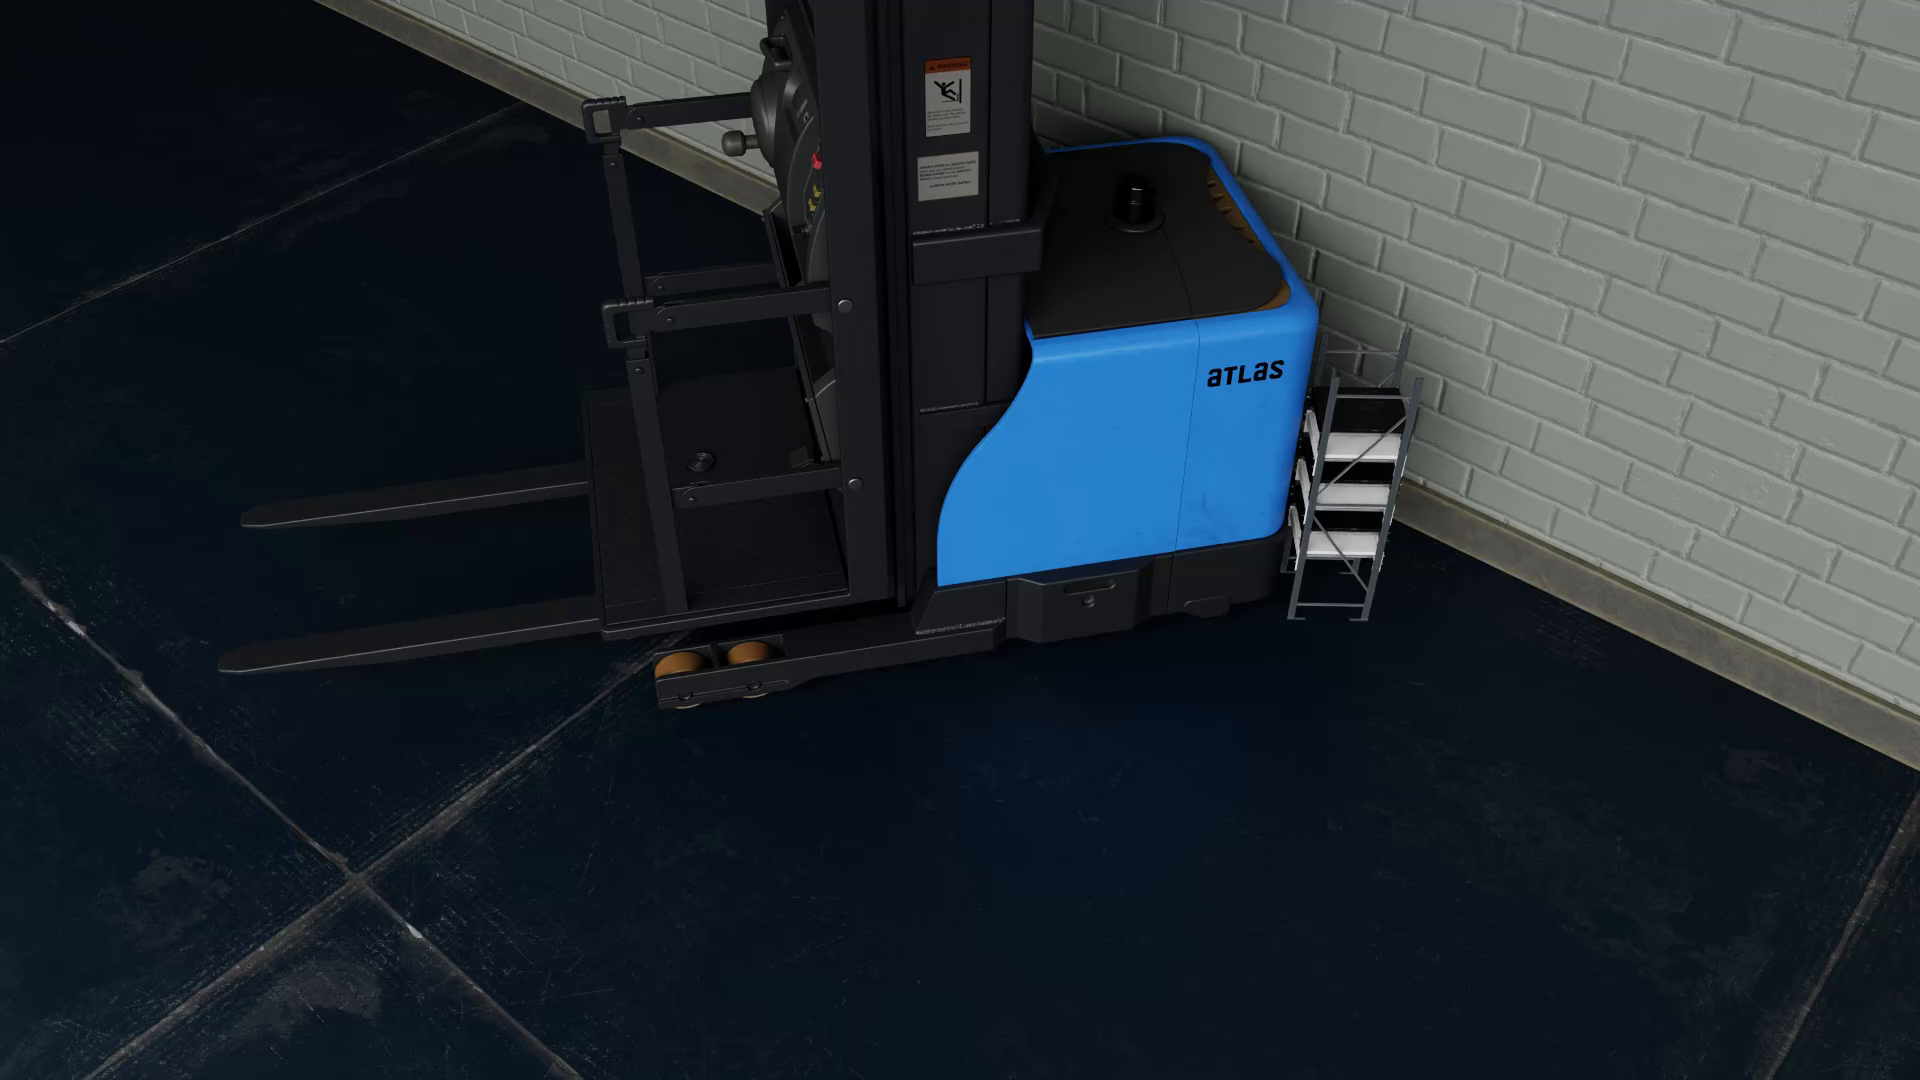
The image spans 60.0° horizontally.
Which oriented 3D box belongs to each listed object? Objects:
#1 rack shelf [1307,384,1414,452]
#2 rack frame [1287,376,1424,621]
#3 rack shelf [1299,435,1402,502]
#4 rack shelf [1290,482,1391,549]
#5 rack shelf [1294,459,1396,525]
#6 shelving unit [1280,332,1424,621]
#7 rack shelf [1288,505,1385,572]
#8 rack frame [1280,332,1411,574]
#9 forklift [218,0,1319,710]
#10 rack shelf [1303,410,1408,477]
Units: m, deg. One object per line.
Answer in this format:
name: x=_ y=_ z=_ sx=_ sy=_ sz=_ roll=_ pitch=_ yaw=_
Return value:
rack shelf: x=1.104 y=-0.338 z=4.601 sx=0.258 sy=0.077 sz=0.200 roll=1 pitch=42 yaw=1
rack frame: x=1.102 y=-0.095 z=4.685 sx=0.240 sy=0.900 sz=0.006 roll=1 pitch=42 yaw=1
rack shelf: x=1.104 y=-0.205 z=4.722 sx=0.258 sy=0.077 sz=0.200 roll=1 pitch=42 yaw=1
rack shelf: x=1.104 y=-0.072 z=4.843 sx=0.258 sy=0.077 sz=0.200 roll=1 pitch=42 yaw=1
rack shelf: x=1.104 y=-0.138 z=4.783 sx=0.258 sy=0.077 sz=0.200 roll=1 pitch=42 yaw=1
shelving unit: x=1.104 y=-0.163 z=4.760 sx=0.258 sy=0.900 sz=0.210 roll=1 pitch=42 yaw=1
rack shelf: x=1.104 y=-0.005 z=4.904 sx=0.258 sy=0.077 sz=0.200 roll=1 pitch=42 yaw=1
rack frame: x=1.107 y=-0.231 z=4.836 sx=0.240 sy=0.900 sz=0.006 roll=1 pitch=42 yaw=1
forklift: x=-0.612 y=-0.996 z=4.167 sx=3.031 sy=2.935 sz=1.130 roll=-8 pitch=43 yaw=-9
rack shelf: x=1.104 y=-0.272 z=4.662 sx=0.258 sy=0.077 sz=0.200 roll=1 pitch=42 yaw=1
